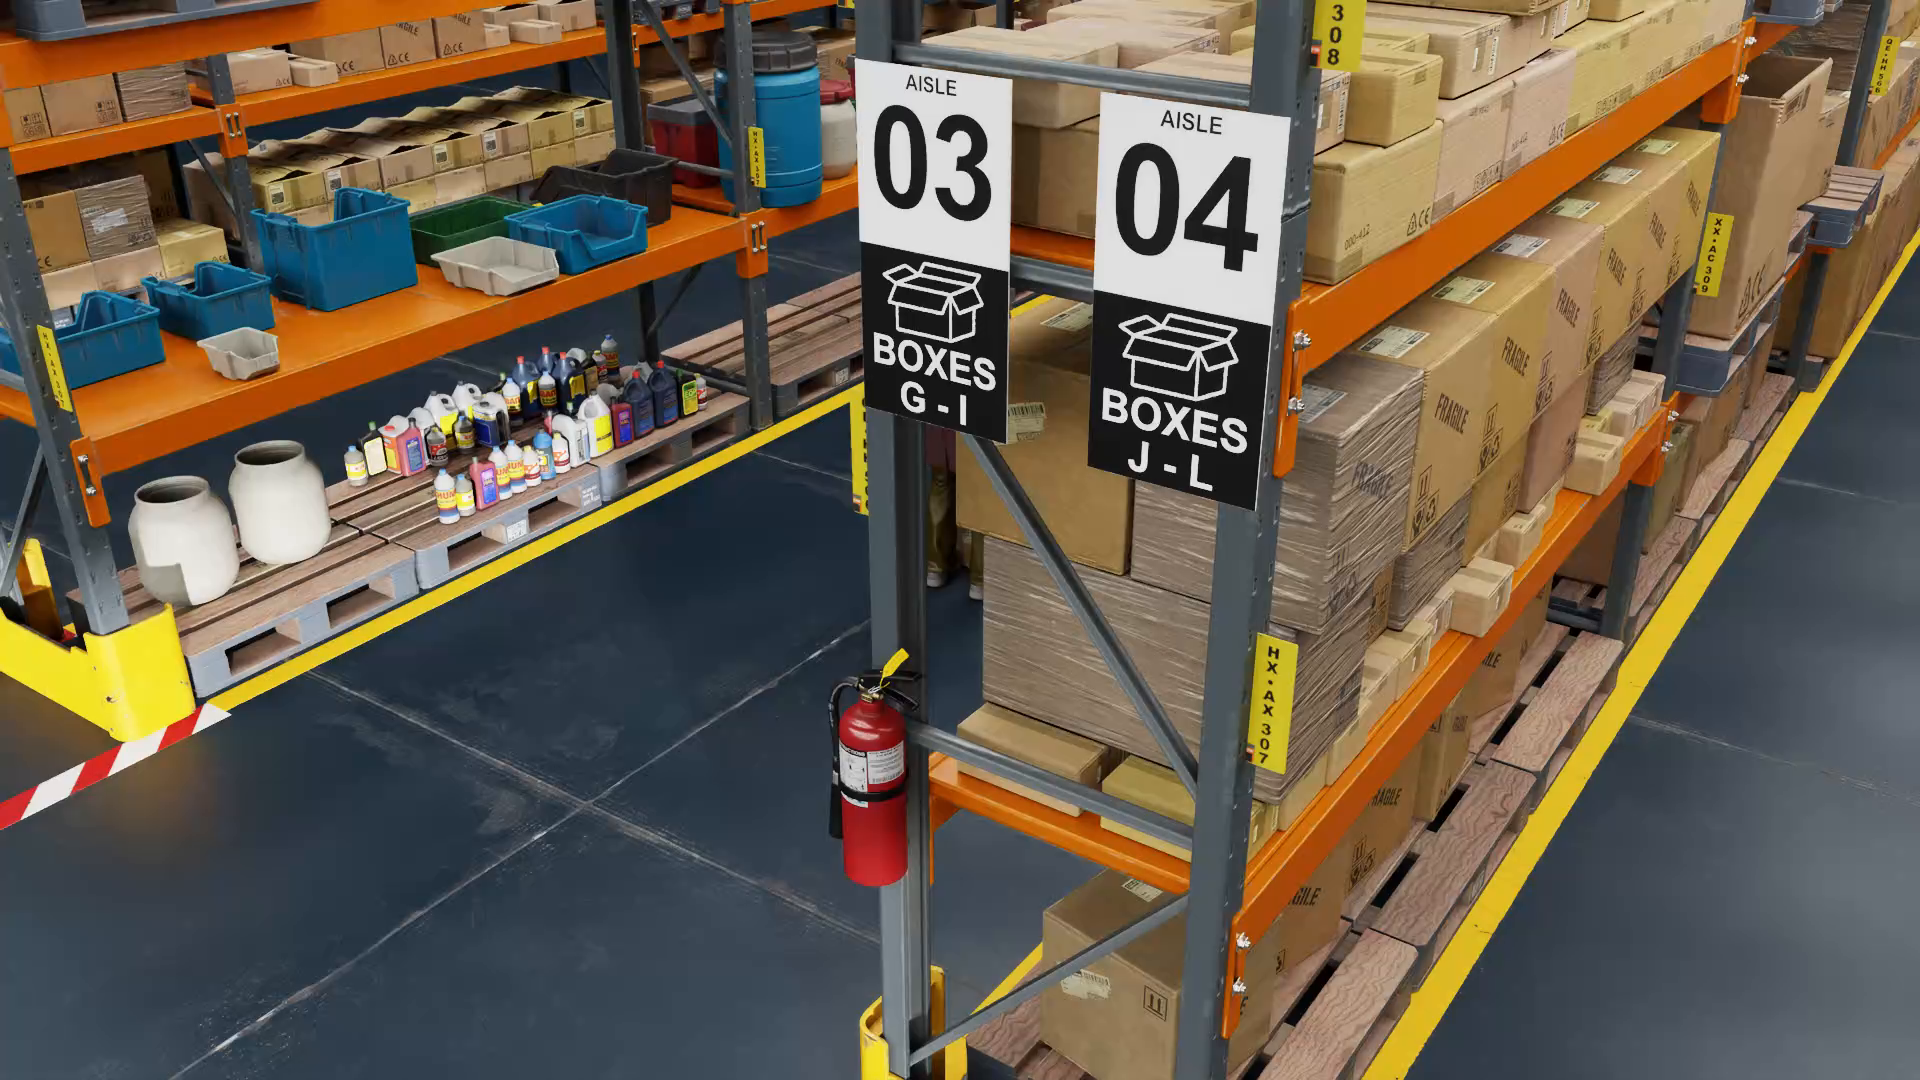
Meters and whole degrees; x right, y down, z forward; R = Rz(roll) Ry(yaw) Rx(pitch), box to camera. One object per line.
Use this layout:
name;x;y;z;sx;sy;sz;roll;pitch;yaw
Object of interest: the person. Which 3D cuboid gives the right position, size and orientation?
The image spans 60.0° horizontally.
person;0.013;-0.596;7.823;0.654;1.774;0.415;16;31;29
